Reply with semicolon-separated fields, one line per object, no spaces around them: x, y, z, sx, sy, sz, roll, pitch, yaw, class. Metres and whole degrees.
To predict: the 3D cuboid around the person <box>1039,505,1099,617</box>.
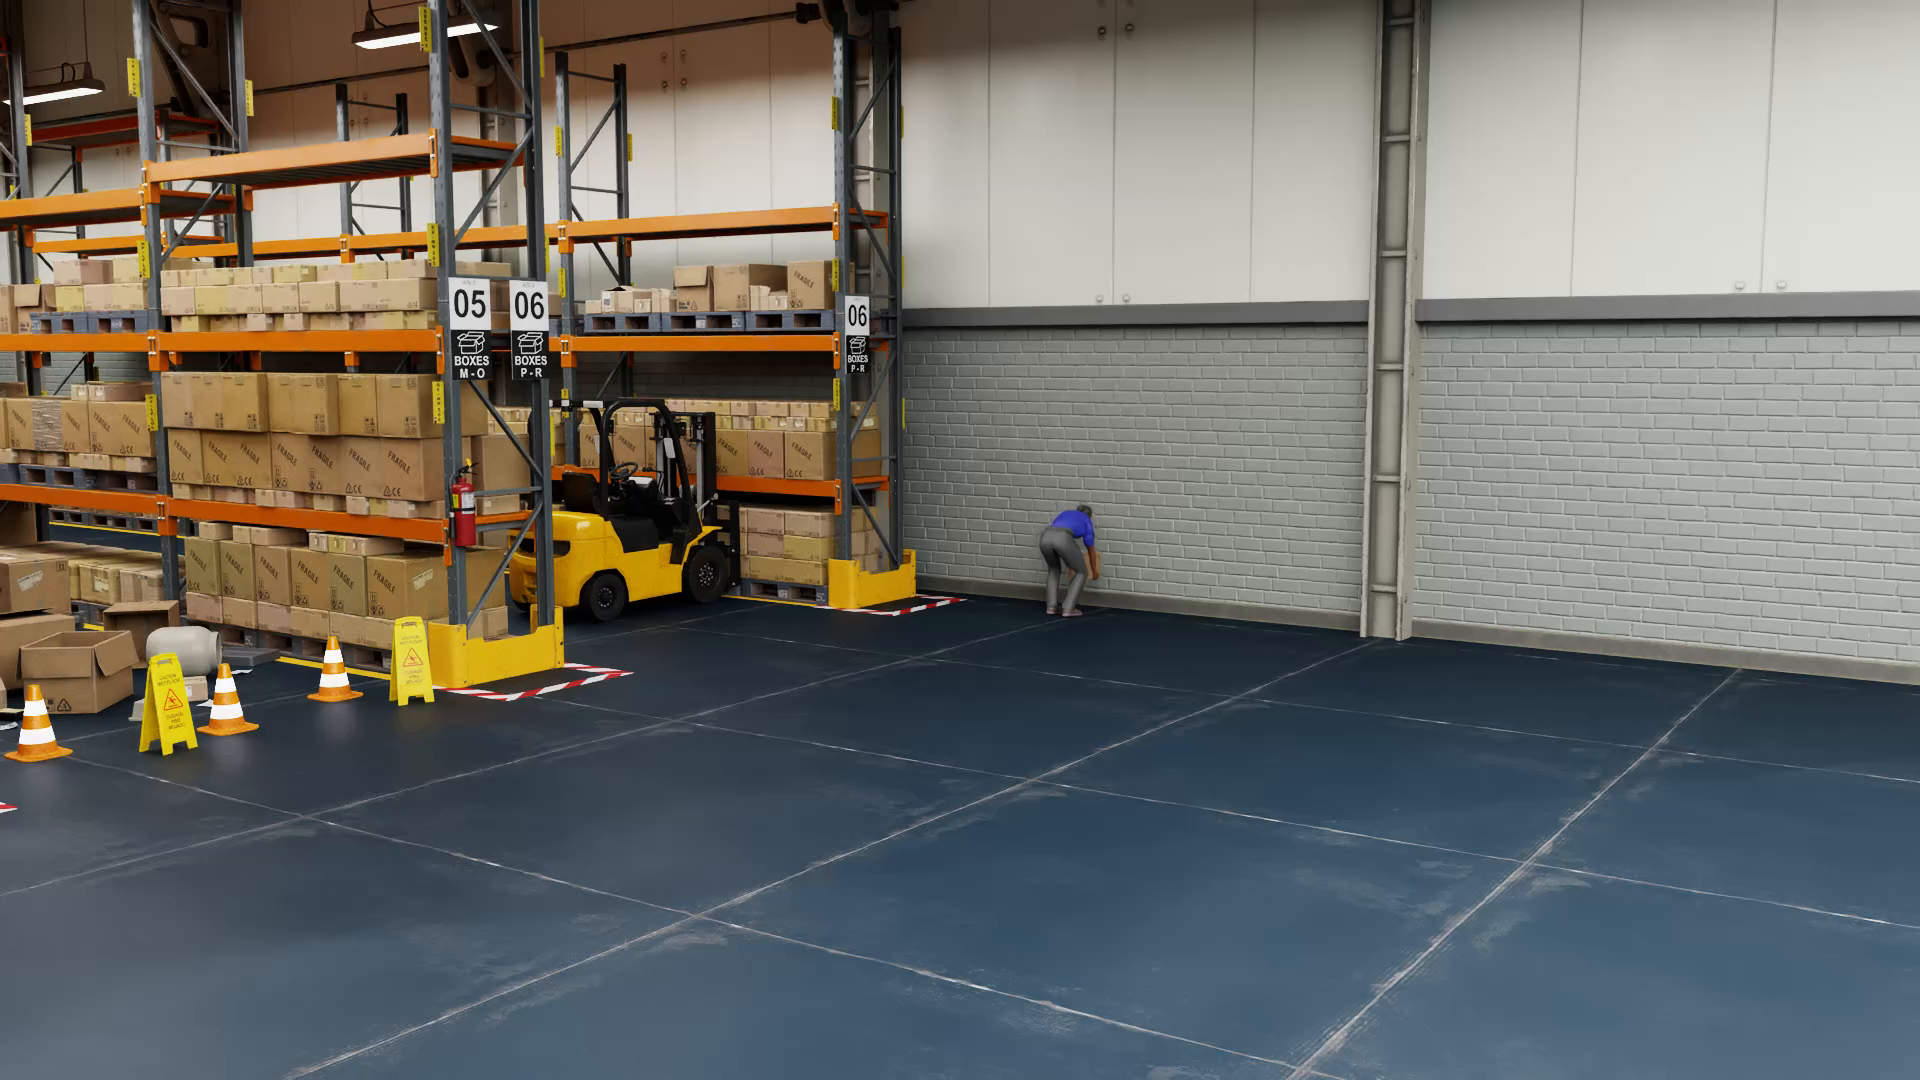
1.115;0.211;16.791;0.439;1.073;0.854;4;7;31;person
